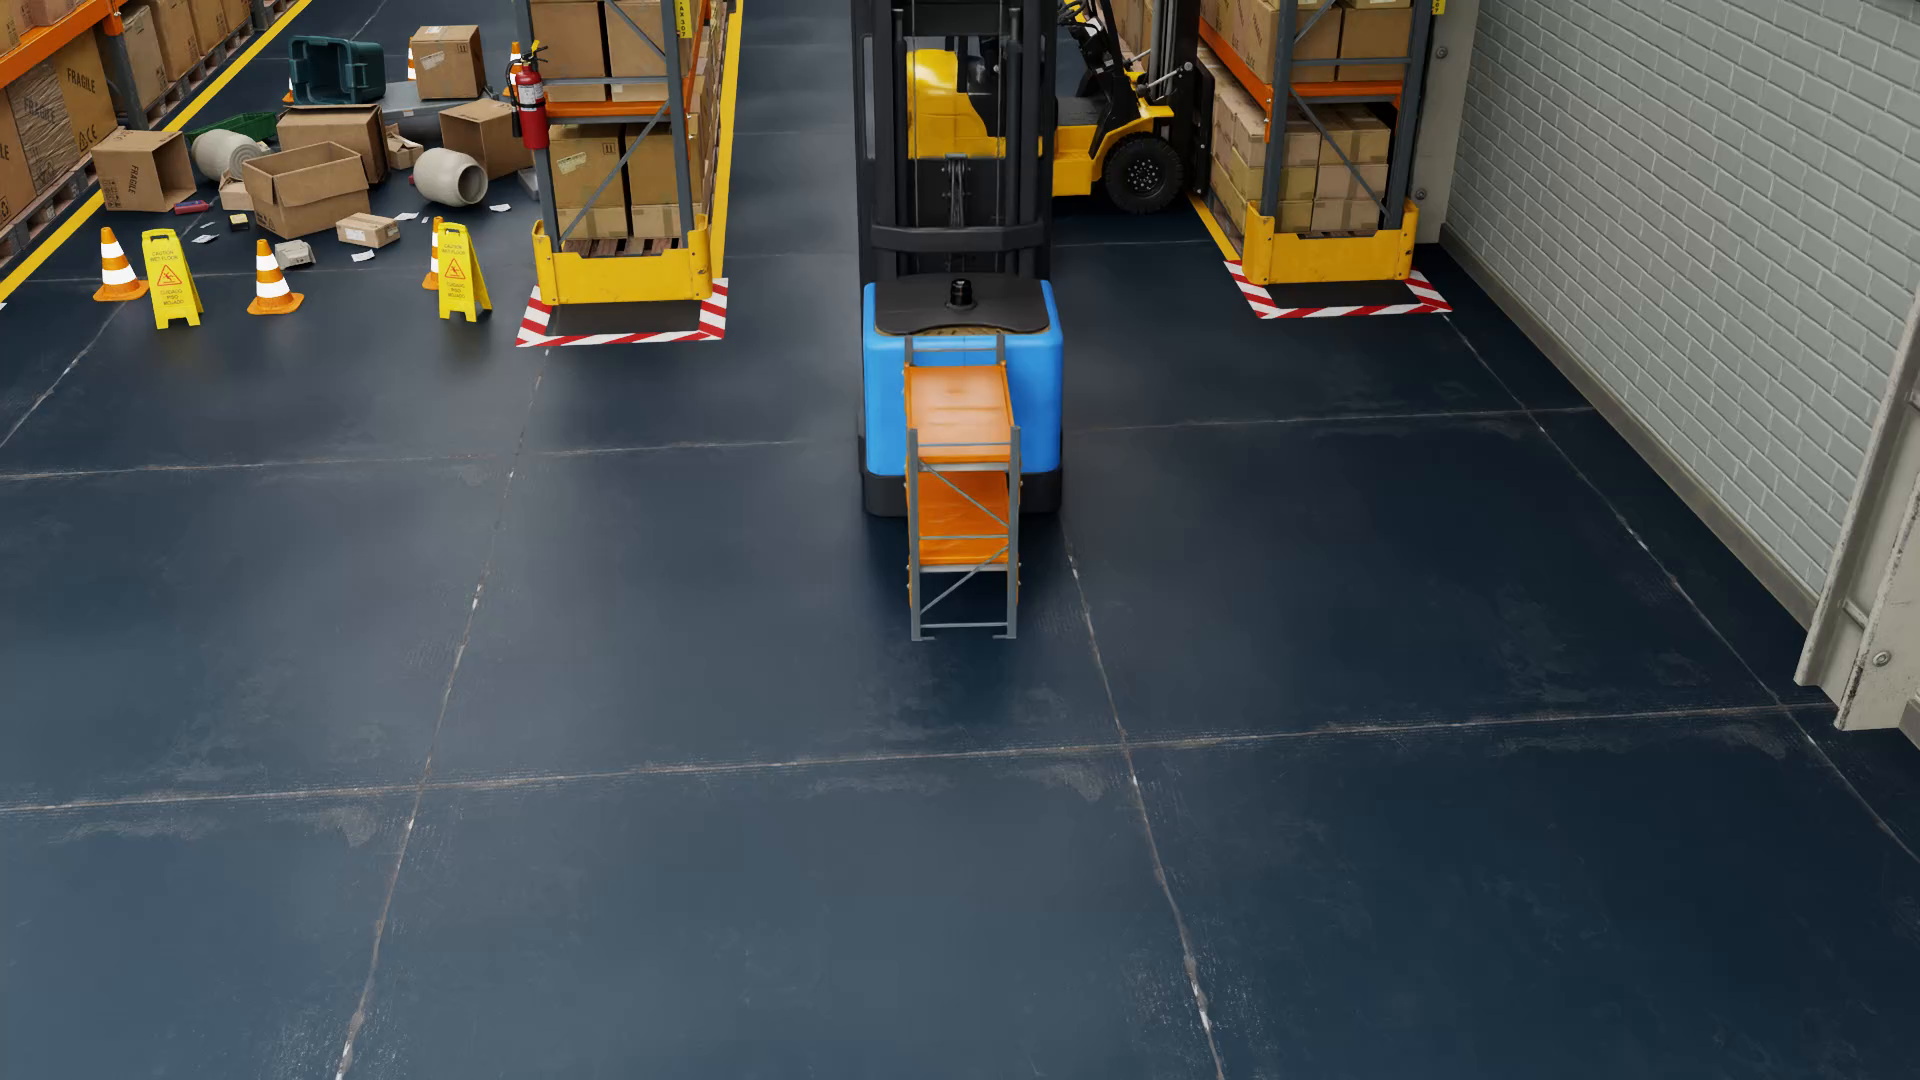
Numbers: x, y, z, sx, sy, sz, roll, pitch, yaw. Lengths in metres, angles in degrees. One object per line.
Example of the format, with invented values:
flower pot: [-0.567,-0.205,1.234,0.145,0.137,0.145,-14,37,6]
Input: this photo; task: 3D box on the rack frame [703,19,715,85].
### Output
rack frame: [-2.691,-5.022,14.233,1.000,3.000,0.127,-3,31,-5]

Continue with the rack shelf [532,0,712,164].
rack shelf: [-2.504,-3.692,12.708,1.077,0.370,4.000,-3,31,-5]

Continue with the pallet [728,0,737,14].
pallet: [-3.063,-6.273,19.047,1.003,0.211,1.213,-3,31,-5]

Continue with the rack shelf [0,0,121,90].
rack shelf: [-7.423,-3.403,12.224,1.077,0.370,4.000,-3,31,-5]

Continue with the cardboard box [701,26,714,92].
cardboard box: [-2.368,-4.055,14.154,0.500,0.500,0.500,-3,31,-5]

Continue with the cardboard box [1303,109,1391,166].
cardboard box: [2.768,-2.903,11.982,0.500,0.250,0.500,-3,31,-5]

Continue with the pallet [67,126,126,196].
pallet: [-7.616,-3.144,13.808,1.003,0.211,1.213,-3,31,-5]

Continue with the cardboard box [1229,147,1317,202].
cardboard box: [2.268,-2.668,12.075,0.500,0.250,0.500,-3,31,-5]

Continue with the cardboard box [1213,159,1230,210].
cardboard box: [2.229,-2.698,12.614,0.500,0.250,0.500,-3,31,-5]

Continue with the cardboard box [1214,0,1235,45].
cardboard box: [2.230,-4.028,12.471,0.500,0.500,0.500,-3,31,-6]

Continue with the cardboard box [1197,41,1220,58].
cardboard box: [2.079,-3.914,13.674,0.500,0.250,0.500,-2,31,-3]

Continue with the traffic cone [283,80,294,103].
traffic cone: [-6.231,-4.401,15.667,0.336,0.463,0.334,-3,31,-5]

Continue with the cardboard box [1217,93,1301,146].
cardboard box: [2.218,-3.129,12.361,0.500,0.250,0.500,-2,31,-4]

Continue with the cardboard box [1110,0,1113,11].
cardboard box: [1.991,-5.812,17.462,0.875,0.625,0.625,-2,31,-3]

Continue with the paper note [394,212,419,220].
paper note: [-4.317,-2.528,12.964,0.148,0.019,0.142,8,32,13]

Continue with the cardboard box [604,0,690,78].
cardboard box: [-2.085,-3.406,11.139,0.500,0.500,0.500,-3,31,-5]

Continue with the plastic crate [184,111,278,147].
plastic crate: [-6.289,-3.525,14.412,0.450,0.188,0.662,4,30,26]

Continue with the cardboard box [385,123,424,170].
cardboard box: [-4.751,-3.329,14.065,0.396,0.266,0.258,27,40,37]

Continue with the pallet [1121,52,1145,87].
pallet: [2.143,-4.439,15.976,1.003,0.211,1.213,-3,31,-5]

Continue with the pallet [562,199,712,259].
pallet: [-2.365,-2.238,12.291,1.003,0.211,1.213,-3,31,-5]

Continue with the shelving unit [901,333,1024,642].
shelving unit: [-0.003,-0.272,8.108,0.538,1.125,1.048,-1,31,-2]

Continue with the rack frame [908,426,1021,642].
rack frame: [0.019,-0.012,7.672,0.500,1.125,0.032,-1,31,-2]

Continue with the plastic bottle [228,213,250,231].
plastic bottle: [-5.554,-2.455,12.801,0.133,0.061,0.283,-14,33,-22]

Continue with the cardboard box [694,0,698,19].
cardboard box: [-2.241,-4.189,12.451,0.500,0.500,0.500,-3,31,-6]

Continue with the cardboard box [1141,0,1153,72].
cardboard box: [2.191,-4.688,15.580,0.875,0.625,0.625,-1,31,-2]

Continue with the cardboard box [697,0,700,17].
cardboard box: [-2.259,-4.246,13.179,0.380,0.149,0.250,-3,31,-5]

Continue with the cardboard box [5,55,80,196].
cardboard box: [-7.532,-3.217,12.873,0.875,0.875,0.875,-3,31,-4]

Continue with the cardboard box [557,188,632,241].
cardboard box: [-2.663,-2.392,12.101,0.500,0.250,0.500,-3,31,-5]

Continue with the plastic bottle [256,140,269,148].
plastic bottle: [-6.081,-3.403,14.388,0.133,0.061,0.283,-20,36,-30]

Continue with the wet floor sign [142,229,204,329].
wet floor sign: [-5.262,-1.760,11.068,0.267,0.644,0.232,-8,32,-13]

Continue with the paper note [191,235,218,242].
paper note: [-5.688,-2.276,12.533,0.144,0.017,0.142,8,32,13]

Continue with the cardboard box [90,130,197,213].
cardboard box: [-6.443,-2.918,13.145,0.500,0.500,0.500,2,31,4]

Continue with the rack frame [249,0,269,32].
rack frame: [-7.983,-6.775,17.168,1.000,3.000,0.127,-3,31,-5]

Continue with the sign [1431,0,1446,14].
sign: [3.178,-3.649,11.012,0.100,0.325,0.005,-3,31,-5]

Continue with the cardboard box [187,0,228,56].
cardboard box: [-7.931,-5.229,16.363,1.050,0.750,0.750,-2,31,-4]

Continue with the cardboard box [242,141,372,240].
cardboard box: [-5.002,-2.684,12.752,0.637,0.503,0.797,27,40,37]

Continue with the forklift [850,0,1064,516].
forklift: [-0.042,-2.107,9.419,1.130,2.935,3.031,-1,31,-2]

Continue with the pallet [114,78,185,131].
pallet: [-7.757,-3.926,15.118,1.003,0.211,1.213,-3,31,-5]

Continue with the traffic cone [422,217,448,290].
traffic cone: [-3.641,-2.048,11.728,0.336,0.463,0.334,-3,31,-5]

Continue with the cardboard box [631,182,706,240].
cardboard box: [-2.117,-2.405,12.123,0.500,0.250,0.500,-3,31,-5]

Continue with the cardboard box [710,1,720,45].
cardboard box: [-2.879,-5.064,16.455,0.950,0.372,0.625,-2,31,-3]

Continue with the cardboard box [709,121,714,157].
cardboard box: [-2.265,-3.202,13.457,0.500,0.250,0.500,-2,31,-4]

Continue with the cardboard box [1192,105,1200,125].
cardboard box: [2.120,-3.442,13.372,0.500,0.250,0.500,-3,31,-5]

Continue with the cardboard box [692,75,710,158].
cardboard box: [-2.212,-3.262,12.827,0.500,0.500,0.500,-2,31,-4]

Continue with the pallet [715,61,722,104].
pallet: [-2.765,-4.222,15.613,1.003,0.211,1.213,-3,31,-5]

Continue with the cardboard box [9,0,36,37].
cardboard box: [-7.556,-4.049,12.457,0.875,0.550,0.550,-3,31,-5]

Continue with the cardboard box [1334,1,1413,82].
cardboard box: [2.855,-3.529,11.635,0.500,0.500,0.500,-2,31,-3]

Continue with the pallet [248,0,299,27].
pallet: [-8.055,-5.977,18.551,1.003,0.211,1.213,-3,31,-5]

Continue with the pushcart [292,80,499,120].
pushcart: [-4.956,-3.761,14.679,1.648,0.377,0.936,-14,33,-22]
